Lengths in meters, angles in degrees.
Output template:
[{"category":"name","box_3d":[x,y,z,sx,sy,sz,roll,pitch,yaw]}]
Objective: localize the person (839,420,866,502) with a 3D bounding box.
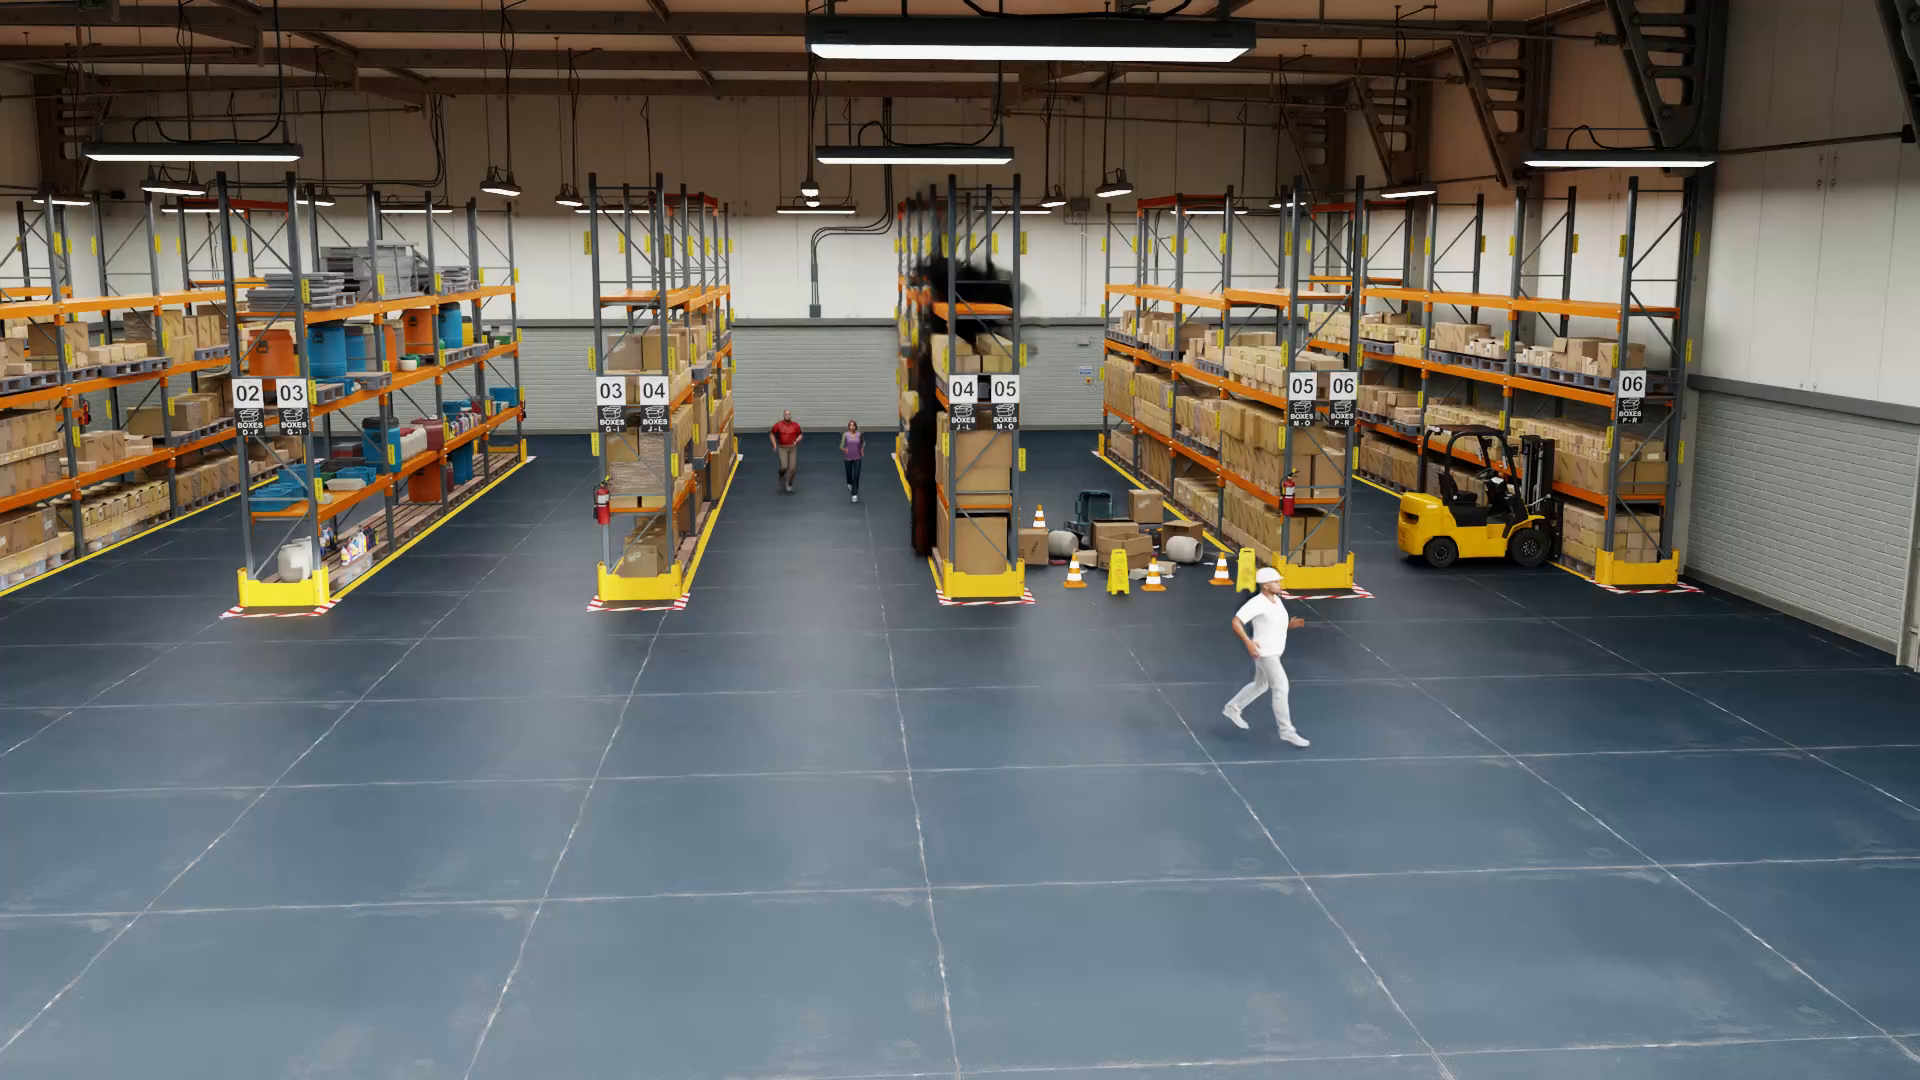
[{"category":"person","box_3d":[-2.137,-1.600,33.185,0.538,1.591,0.839,-1,10,-8]}]

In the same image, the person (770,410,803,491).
[{"category":"person","box_3d":[-3.554,-1.839,34.282,0.658,1.680,0.591,-3,10,-14]}]

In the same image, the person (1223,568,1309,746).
[{"category":"person","box_3d":[3.133,1.154,16.922,0.959,1.772,0.693,5,11,26]}]
